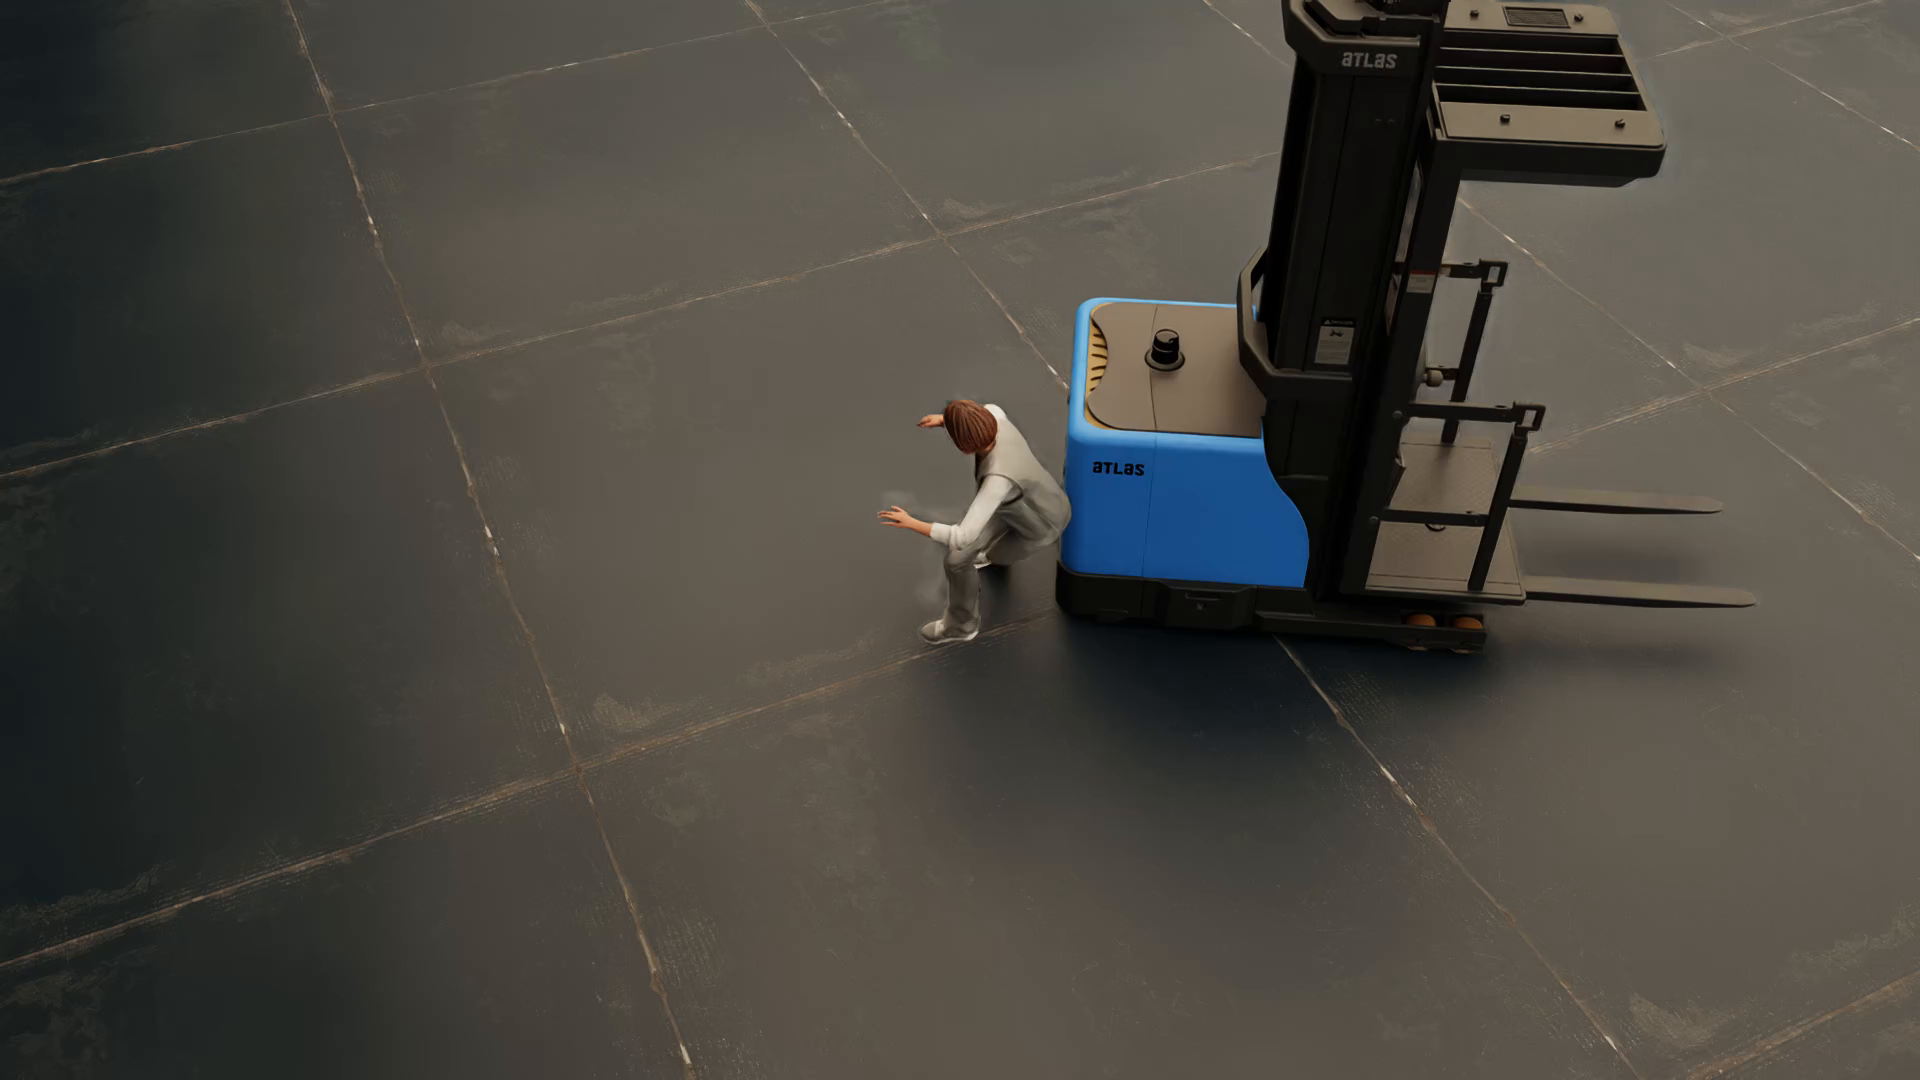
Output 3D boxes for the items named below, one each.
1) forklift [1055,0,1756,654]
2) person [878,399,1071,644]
[{"bbox_3d":[1.975,-0.956,6.704,3.031,2.935,1.130,4,43,4],"label":"forklift"},{"bbox_3d":[0.007,-0.117,6.943,0.868,1.352,0.846,-20,47,-20],"label":"person"}]
